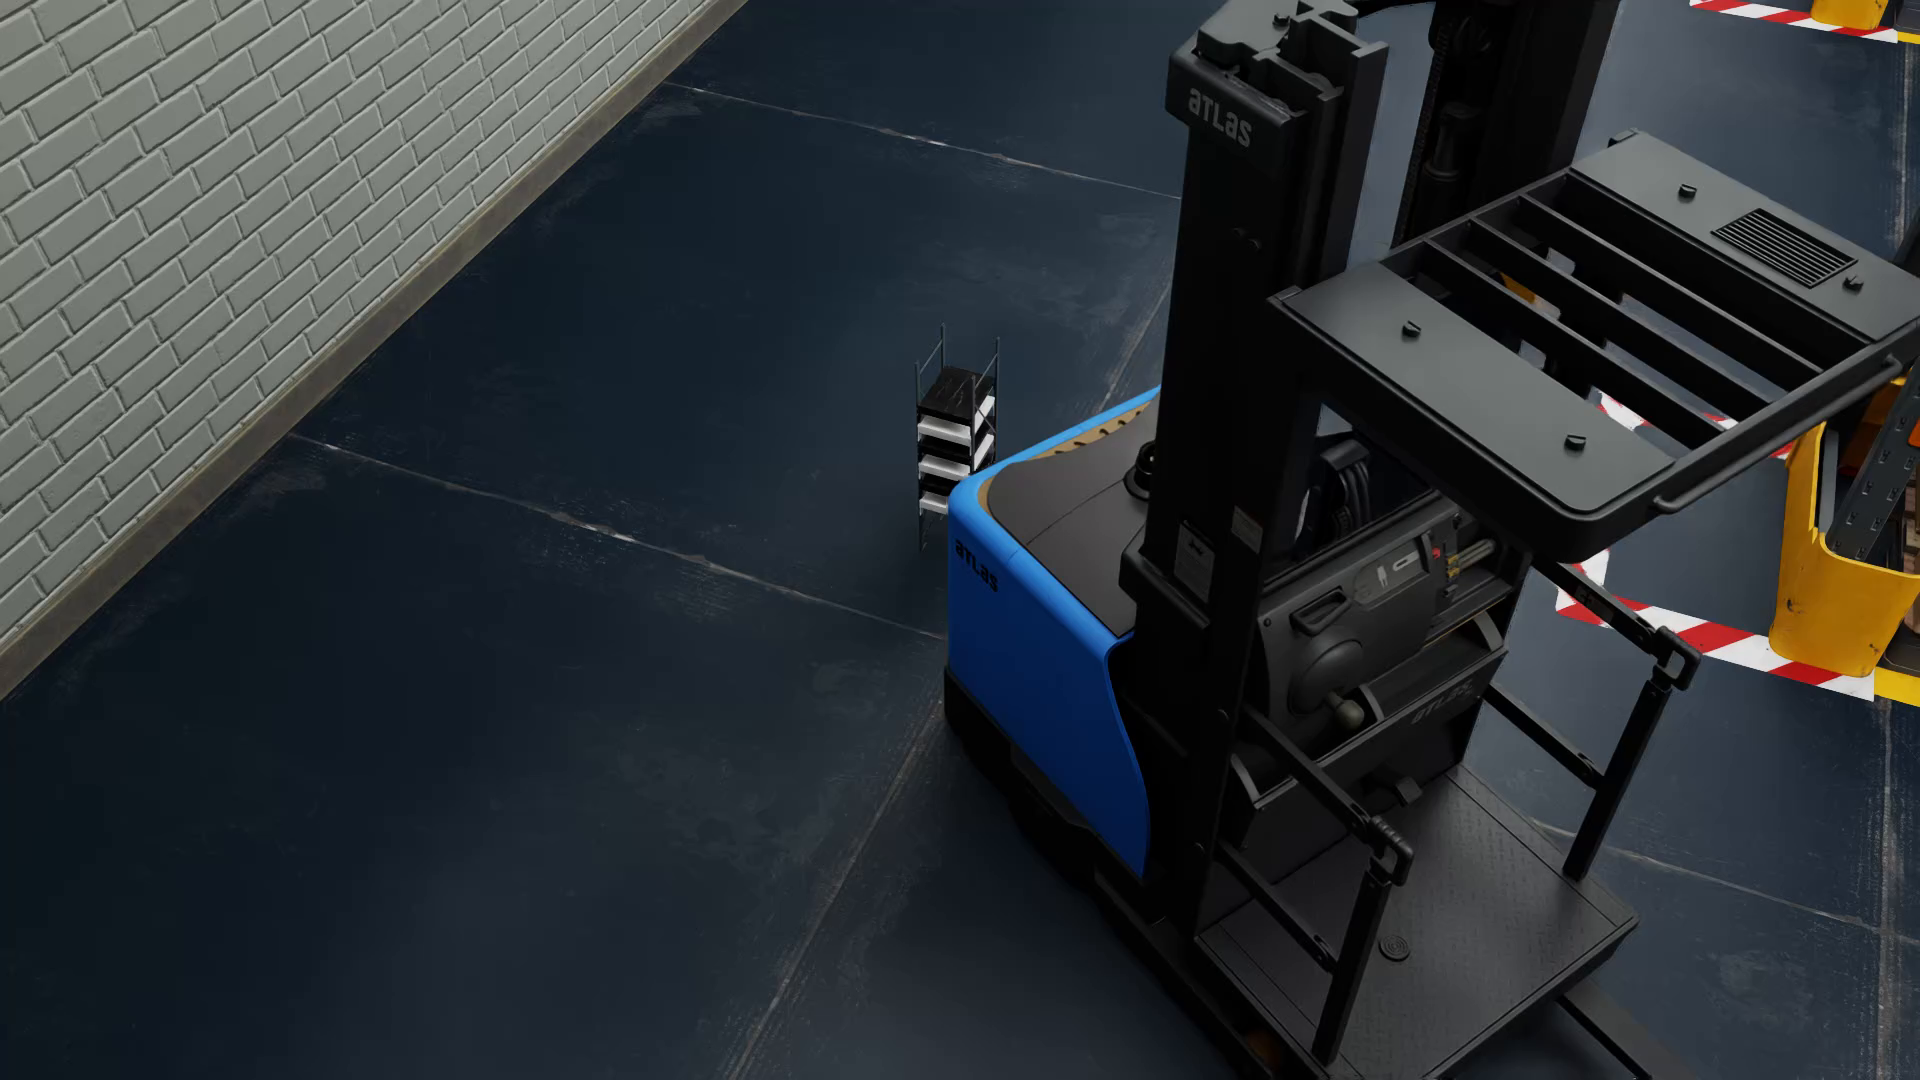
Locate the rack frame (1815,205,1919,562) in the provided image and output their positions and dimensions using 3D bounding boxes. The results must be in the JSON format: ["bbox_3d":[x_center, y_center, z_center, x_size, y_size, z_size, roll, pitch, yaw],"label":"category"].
[{"bbox_3d":[3.154,-1.018,5.147,0.127,3.000,1.000,16,47,16],"label":"rack frame"}]

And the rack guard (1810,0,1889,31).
[{"bbox_3d":[5.037,-3.354,9.266,0.348,0.500,1.175,16,47,16],"label":"rack guard"}]

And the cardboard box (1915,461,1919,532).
[{"bbox_3d":[3.750,-0.301,5.886,0.500,0.500,0.500,16,47,16],"label":"cardboard box"}]

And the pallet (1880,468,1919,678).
[{"bbox_3d":[3.960,0.207,5.893,1.213,0.211,1.003,16,47,16],"label":"pallet"}]

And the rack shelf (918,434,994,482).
[{"bbox_3d":[-0.007,-0.298,5.958,0.200,0.077,0.258,16,47,16],"label":"rack shelf"}]

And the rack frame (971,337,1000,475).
[{"bbox_3d":[0.086,-0.294,5.907,0.006,0.900,0.240,16,47,16],"label":"rack frame"}]

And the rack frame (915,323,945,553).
[{"bbox_3d":[-0.101,-0.349,5.963,0.006,0.900,0.240,16,47,16],"label":"rack frame"}]

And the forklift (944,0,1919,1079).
[{"bbox_3d":[1.206,0.221,3.949,1.130,2.935,3.031,-26,51,-24],"label":"forklift"}]

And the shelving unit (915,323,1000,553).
[{"bbox_3d":[-0.007,-0.321,5.935,0.210,0.900,0.258,16,47,16],"label":"shelving unit"}]

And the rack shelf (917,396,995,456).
[{"bbox_3d":[-0.007,-0.425,5.831,0.200,0.077,0.258,16,47,16],"label":"rack shelf"}]

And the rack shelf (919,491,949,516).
[{"bbox_3d":[-0.007,-0.170,6.085,0.200,0.077,0.258,16,47,16],"label":"rack shelf"}]

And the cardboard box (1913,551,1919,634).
[{"bbox_3d":[3.408,0.174,5.658,0.250,0.149,0.380,16,47,16],"label":"cardboard box"}]

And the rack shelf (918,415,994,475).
[{"bbox_3d":[-0.007,-0.361,5.895,0.200,0.077,0.258,16,47,16],"label":"rack shelf"}]

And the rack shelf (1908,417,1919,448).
[{"bbox_3d":[5.000,-0.220,4.855,4.000,0.370,1.077,16,47,16],"label":"rack shelf"}]

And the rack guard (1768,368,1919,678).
[{"bbox_3d":[3.224,-0.112,6.008,0.348,0.500,1.175,16,47,16],"label":"rack guard"}]

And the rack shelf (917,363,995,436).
[{"bbox_3d":[-0.007,-0.489,5.768,0.200,0.077,0.258,16,47,16],"label":"rack shelf"}]

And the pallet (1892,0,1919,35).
[{"bbox_3d":[5.810,-3.004,9.120,1.213,0.211,1.003,16,47,16],"label":"pallet"}]

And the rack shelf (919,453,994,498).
[{"bbox_3d":[-0.007,-0.234,6.022,0.200,0.077,0.258,16,47,16],"label":"rack shelf"}]
